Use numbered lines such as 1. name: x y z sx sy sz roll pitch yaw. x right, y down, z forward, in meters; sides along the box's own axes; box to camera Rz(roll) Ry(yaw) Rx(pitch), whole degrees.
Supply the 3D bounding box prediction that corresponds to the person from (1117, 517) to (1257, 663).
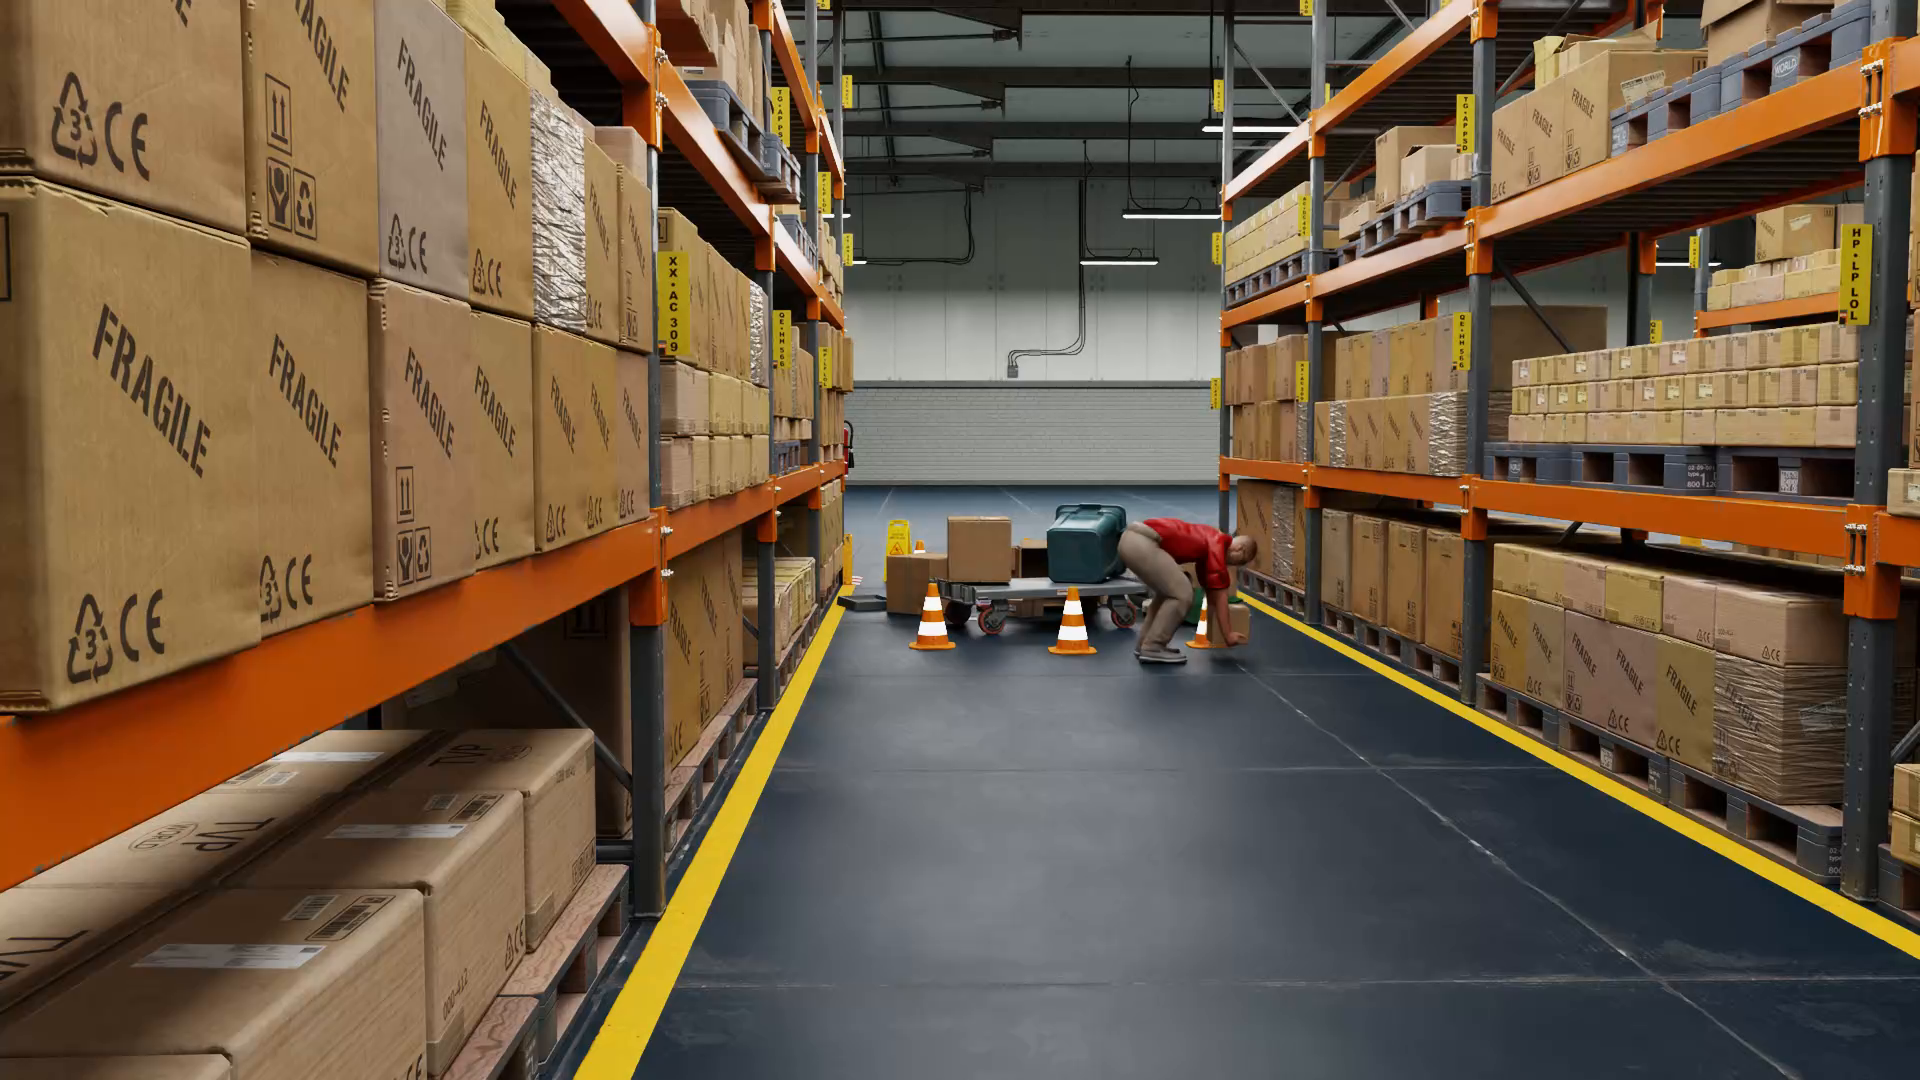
1. person: 1.567 0.334 11.434 0.959 0.989 0.528 0 4 -4
